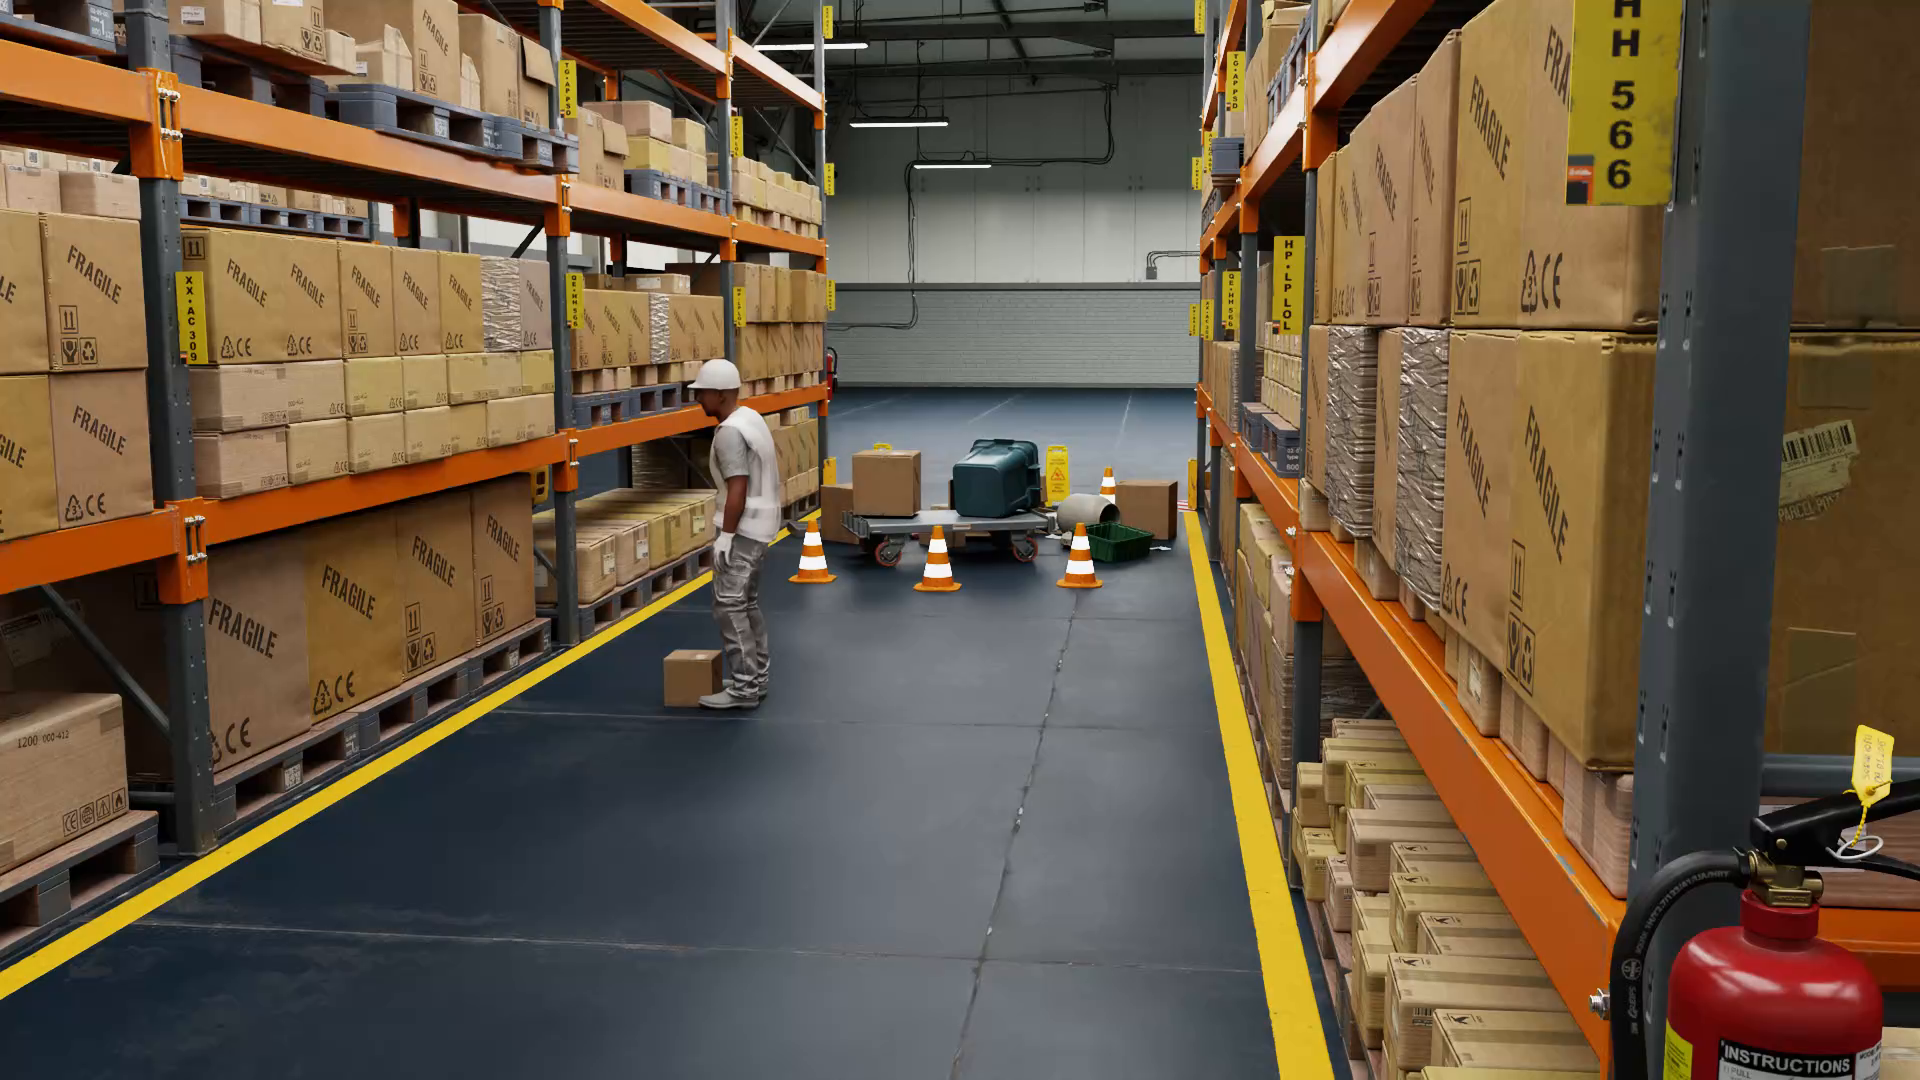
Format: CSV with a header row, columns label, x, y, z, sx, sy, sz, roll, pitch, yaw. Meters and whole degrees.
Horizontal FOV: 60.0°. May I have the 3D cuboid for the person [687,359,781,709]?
label,x,y,z,sx,sy,sz,roll,pitch,yaw
person,-1.149,-0.034,8.511,0.451,1.772,0.619,0,8,3
